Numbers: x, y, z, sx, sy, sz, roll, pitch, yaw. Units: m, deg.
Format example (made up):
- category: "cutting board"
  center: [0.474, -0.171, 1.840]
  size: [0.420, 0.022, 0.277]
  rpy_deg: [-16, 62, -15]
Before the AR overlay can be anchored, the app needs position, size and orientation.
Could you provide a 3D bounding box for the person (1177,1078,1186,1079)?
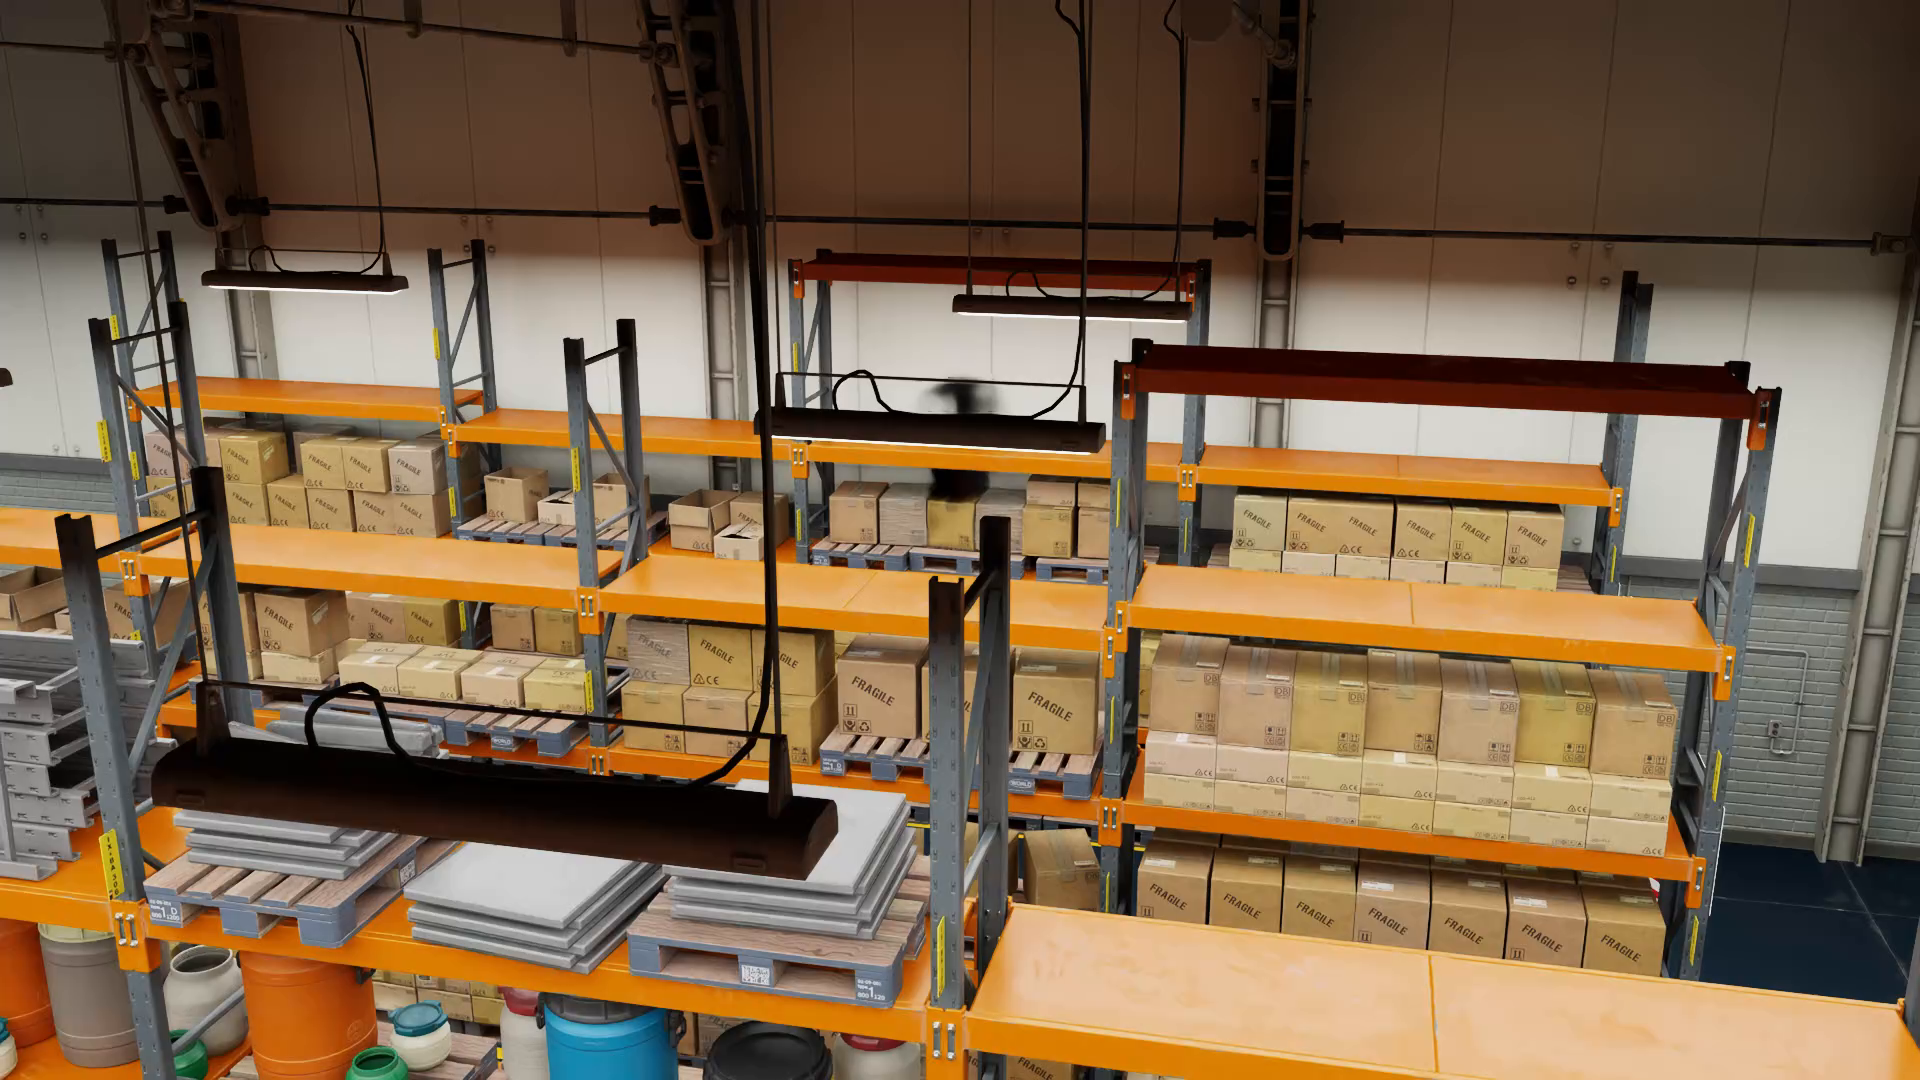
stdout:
- category: "person"
  center: [1.578, 4.142, 11.055]
  size: [0.804, 1.730, 0.656]
  rpy_deg: [5, 17, 15]
